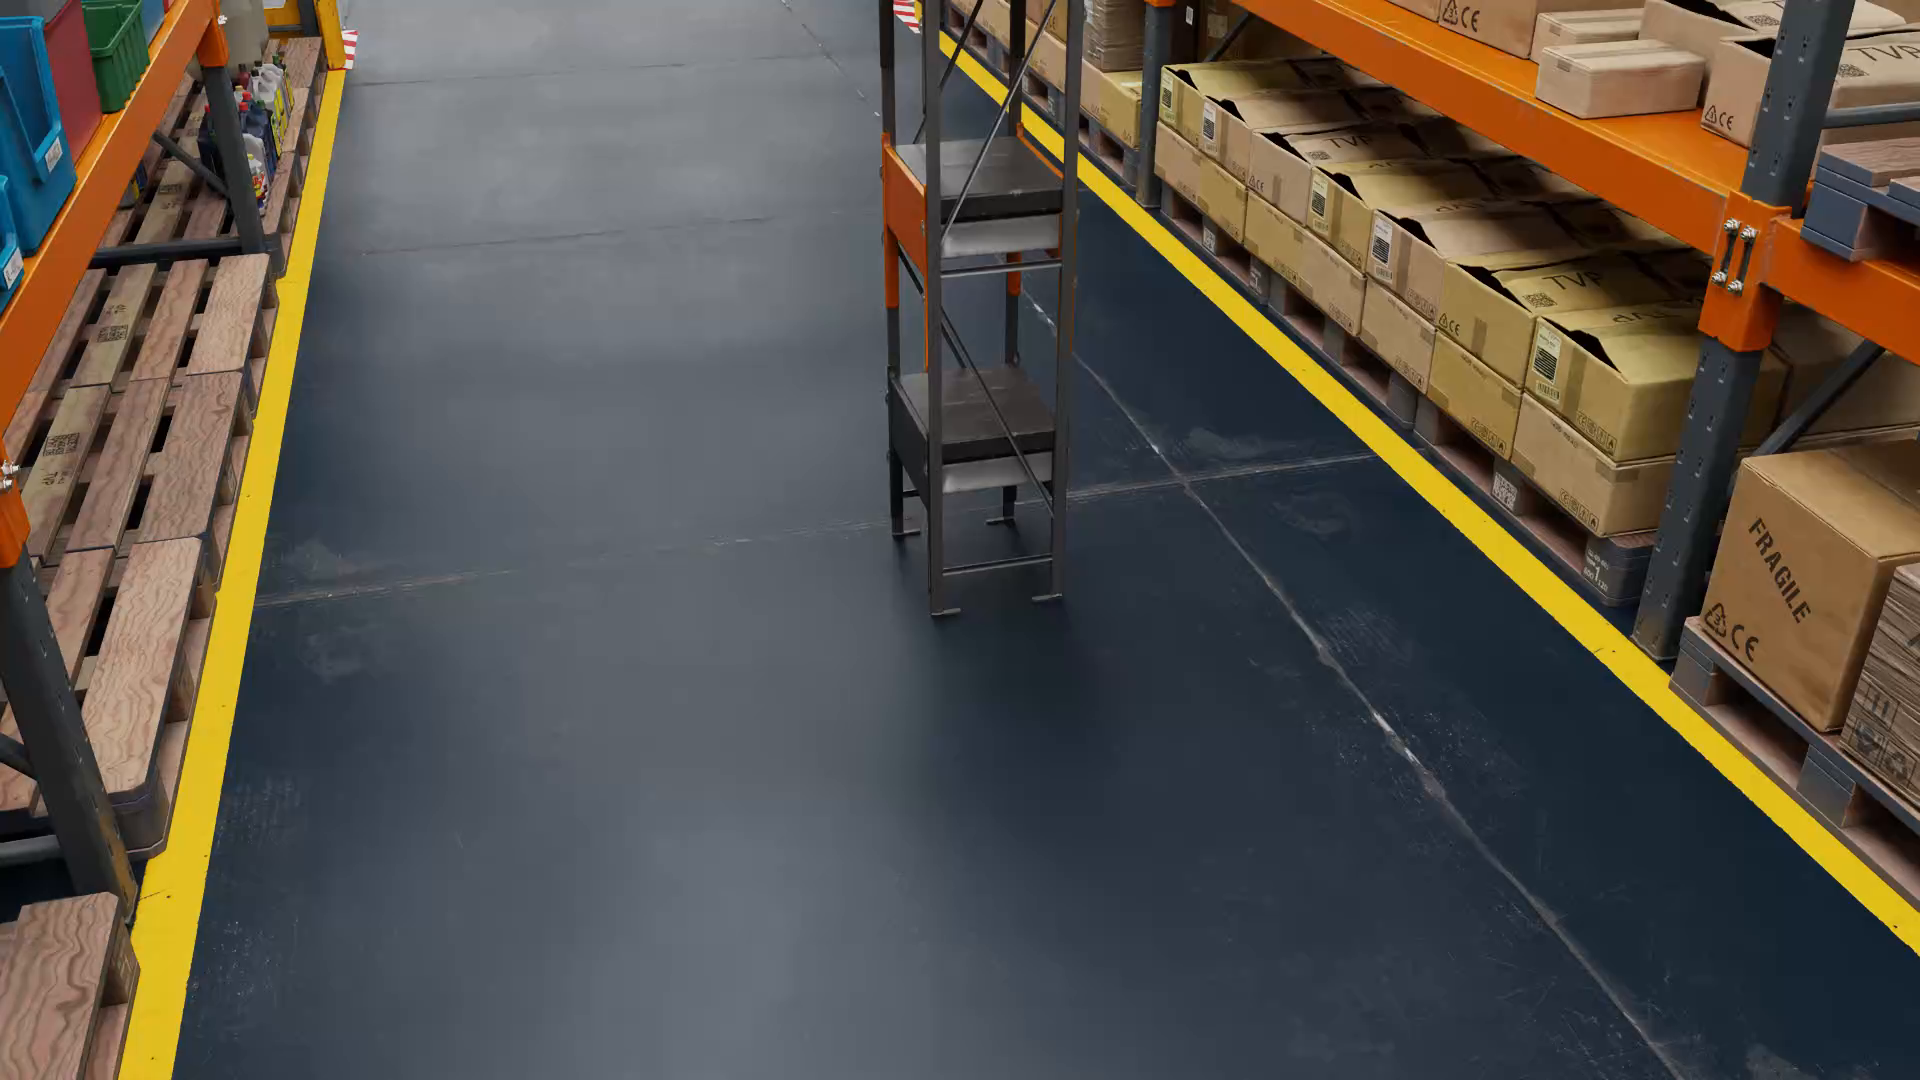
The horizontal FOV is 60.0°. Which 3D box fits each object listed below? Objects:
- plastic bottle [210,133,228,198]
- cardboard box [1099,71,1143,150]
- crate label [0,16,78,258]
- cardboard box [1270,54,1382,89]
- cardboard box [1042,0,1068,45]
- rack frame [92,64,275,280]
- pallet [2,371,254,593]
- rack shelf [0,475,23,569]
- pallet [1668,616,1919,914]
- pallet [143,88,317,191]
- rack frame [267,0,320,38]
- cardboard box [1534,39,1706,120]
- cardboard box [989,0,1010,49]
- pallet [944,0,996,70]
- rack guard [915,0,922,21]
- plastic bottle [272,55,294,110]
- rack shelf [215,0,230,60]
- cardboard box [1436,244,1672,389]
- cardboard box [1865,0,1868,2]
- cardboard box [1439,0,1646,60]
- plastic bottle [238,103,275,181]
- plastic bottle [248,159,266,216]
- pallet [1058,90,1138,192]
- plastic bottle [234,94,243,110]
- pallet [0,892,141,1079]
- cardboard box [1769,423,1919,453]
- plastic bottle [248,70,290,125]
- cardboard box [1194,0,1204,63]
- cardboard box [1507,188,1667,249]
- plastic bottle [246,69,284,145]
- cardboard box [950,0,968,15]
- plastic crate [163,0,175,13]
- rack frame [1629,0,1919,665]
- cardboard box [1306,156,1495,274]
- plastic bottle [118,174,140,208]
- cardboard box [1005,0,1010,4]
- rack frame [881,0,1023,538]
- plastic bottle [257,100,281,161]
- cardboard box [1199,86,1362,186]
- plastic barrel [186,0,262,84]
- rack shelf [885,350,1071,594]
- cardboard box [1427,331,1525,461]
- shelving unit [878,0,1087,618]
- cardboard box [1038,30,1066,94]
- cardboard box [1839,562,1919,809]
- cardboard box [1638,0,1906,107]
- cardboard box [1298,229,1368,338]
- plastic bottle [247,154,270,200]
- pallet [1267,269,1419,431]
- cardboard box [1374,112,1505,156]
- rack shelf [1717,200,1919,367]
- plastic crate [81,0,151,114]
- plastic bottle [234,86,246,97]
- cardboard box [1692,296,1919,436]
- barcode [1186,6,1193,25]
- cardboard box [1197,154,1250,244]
[{"bbox_3d":[-3.303,-1.687,7.443,0.061,0.283,0.133,-8,31,-13],"label":"plastic bottle"},{"bbox_3d":[1.017,-2.166,8.323,0.500,0.250,0.500,-8,31,-13],"label":"cardboard box"},{"bbox_3d":[-2.367,-0.922,3.812,0.502,0.435,0.616,-8,31,-13],"label":"crate label"},{"bbox_3d":[1.735,-2.056,7.574,0.500,0.311,0.500,-8,31,-13],"label":"cardboard box"},{"bbox_3d":[0.759,-2.974,8.971,0.500,0.500,0.500,-8,31,-13],"label":"cardboard box"},{"bbox_3d":[-3.426,-2.322,6.268,1.000,3.000,0.127,-8,31,-13],"label":"rack frame"},{"bbox_3d":[-2.853,-0.151,5.300,1.003,0.211,1.213,-8,31,-13],"label":"pallet"},{"bbox_3d":[-1.833,0.887,1.441,1.077,0.370,4.000,-8,31,-13],"label":"rack shelf"},{"bbox_3d":[2.574,0.525,4.132,1.003,0.211,1.213,-8,31,-13],"label":"pallet"},{"bbox_3d":[-3.891,-2.036,8.556,1.003,0.211,1.213,-8,31,-13],"label":"pallet"},{"bbox_3d":[-4.488,-4.254,9.606,1.000,3.000,0.127,-8,31,-13],"label":"rack frame"},{"bbox_3d":[1.907,-1.336,4.815,0.380,0.149,0.250,-8,31,-13],"label":"cardboard box"},{"bbox_3d":[0.485,-3.132,9.992,0.500,0.250,0.500,-8,31,-13],"label":"cardboard box"},{"bbox_3d":[0.532,-3.340,10.810,1.003,0.211,1.213,-8,31,-13],"label":"pallet"},{"bbox_3d":[0.283,-3.841,11.387,1.175,0.500,0.348,-8,31,-13],"label":"rack guard"},{"bbox_3d":[-3.529,-2.386,8.651,0.061,0.283,0.133,-7,31,-12],"label":"plastic bottle"},{"bbox_3d":[-3.957,-2.977,8.117,1.077,0.370,4.000,-8,31,-13],"label":"rack shelf"},{"bbox_3d":[1.892,-0.752,5.321,0.500,0.311,0.500,-8,31,-14],"label":"cardboard box"},{"bbox_3d":[5.720,-3.371,10.487,0.380,0.149,0.250,-10,32,-17],"label":"cardboard box"},{"bbox_3d":[1.951,-1.899,5.436,0.500,0.500,0.500,-10,31,-16],"label":"cardboard box"},{"bbox_3d":[-3.240,-1.811,7.590,0.144,0.351,0.185,-7,31,-12],"label":"plastic bottle"},{"bbox_3d":[-3.088,-1.544,7.208,0.097,0.271,0.097,0,30,0],"label":"plastic bottle"},{"bbox_3d":[1.180,-2.162,8.774,1.003,0.211,1.213,-8,31,-13],"label":"pallet"},{"bbox_3d":[-3.539,-2.044,8.066,0.152,0.276,0.135,-8,31,-13],"label":"plastic bottle"},{"bbox_3d":[-2.115,1.192,2.980,1.003,0.211,1.213,-8,31,-13],"label":"pallet"},{"bbox_3d":[2.556,-0.331,5.153,0.500,0.250,0.500,-8,31,-13],"label":"cardboard box"},{"bbox_3d":[-3.500,-2.245,8.414,0.152,0.276,0.135,-9,31,-15],"label":"plastic bottle"},{"bbox_3d":[1.389,-2.801,8.673,0.500,0.500,0.500,-8,31,-13],"label":"cardboard box"},{"bbox_3d":[2.276,-1.073,5.875,0.500,0.311,0.500,-9,31,-15],"label":"cardboard box"},{"bbox_3d":[-3.403,-2.108,8.102,0.144,0.351,0.185,-8,31,-14],"label":"plastic bottle"},{"bbox_3d":[0.217,-3.614,10.825,0.500,0.250,0.500,-8,31,-13],"label":"cardboard box"},{"bbox_3d":[-3.002,-2.157,5.918,0.402,0.464,0.583,-8,31,-13],"label":"plastic crate"},{"bbox_3d":[2.412,-1.047,4.065,1.000,3.000,0.127,-8,31,-13],"label":"rack frame"},{"bbox_3d":[1.629,-1.238,6.161,0.500,0.311,0.500,-7,31,-12],"label":"cardboard box"},{"bbox_3d":[-3.736,-1.658,7.326,0.144,0.351,0.185,-8,31,-13],"label":"plastic bottle"},{"bbox_3d":[0.496,-3.458,9.806,0.500,0.500,0.500,-8,31,-13],"label":"cardboard box"},{"bbox_3d":[-0.021,-0.947,4.789,0.400,2.100,0.015,-8,31,-13],"label":"rack frame"},{"bbox_3d":[-3.294,-1.959,7.912,0.061,0.283,0.133,-6,31,-11],"label":"plastic bottle"},{"bbox_3d":[1.348,-1.738,7.025,0.500,0.311,0.500,-8,31,-14],"label":"cardboard box"},{"bbox_3d":[-4.106,-2.809,9.174,0.421,0.512,0.421,0,30,0],"label":"plastic barrel"},{"bbox_3d":[0.044,-0.211,4.943,0.431,0.518,0.480,-8,31,-13],"label":"rack shelf"},{"bbox_3d":[1.897,-0.509,5.461,0.500,0.250,0.500,-8,31,-14],"label":"cardboard box"},{"bbox_3d":[0.044,-0.829,4.586,0.431,2.100,0.503,-8,31,-13],"label":"shelving unit"},{"bbox_3d":[0.747,-2.648,9.156,0.500,0.250,0.500,-8,31,-13],"label":"cardboard box"},{"bbox_3d":[2.402,0.354,3.700,0.500,0.500,0.500,-9,31,-15],"label":"cardboard box"},{"bbox_3d":[2.362,-1.466,4.878,0.500,0.311,0.500,-8,31,-14],"label":"cardboard box"},{"bbox_3d":[1.627,-1.000,6.310,0.500,0.250,0.500,-7,31,-12],"label":"cardboard box"},{"bbox_3d":[-3.142,-1.612,7.395,0.097,0.201,0.097,0,30,0],"label":"plastic bottle"},{"bbox_3d":[1.911,-0.831,6.475,1.003,0.211,1.213,-8,31,-13],"label":"pallet"},{"bbox_3d":[2.009,-1.564,6.724,0.500,0.311,0.500,-8,31,-13],"label":"cardboard box"},{"bbox_3d":[2.943,0.230,2.576,1.077,0.370,4.000,-8,31,-13],"label":"rack shelf"},{"bbox_3d":[-2.692,-1.427,4.933,0.450,0.188,0.662,-8,31,-13],"label":"plastic crate"},{"bbox_3d":[-3.616,-2.187,8.388,0.097,0.201,0.097,0,30,0],"label":"plastic bottle"},{"bbox_3d":[2.556,-0.574,5.013,0.500,0.311,0.500,-7,31,-12],"label":"cardboard box"},{"bbox_3d":[1.017,-2.325,7.370,0.001,0.075,0.075,-8,31,-13],"label":"barcode"},{"bbox_3d":[1.353,-1.496,7.166,0.500,0.250,0.500,-7,31,-12],"label":"cardboard box"}]
